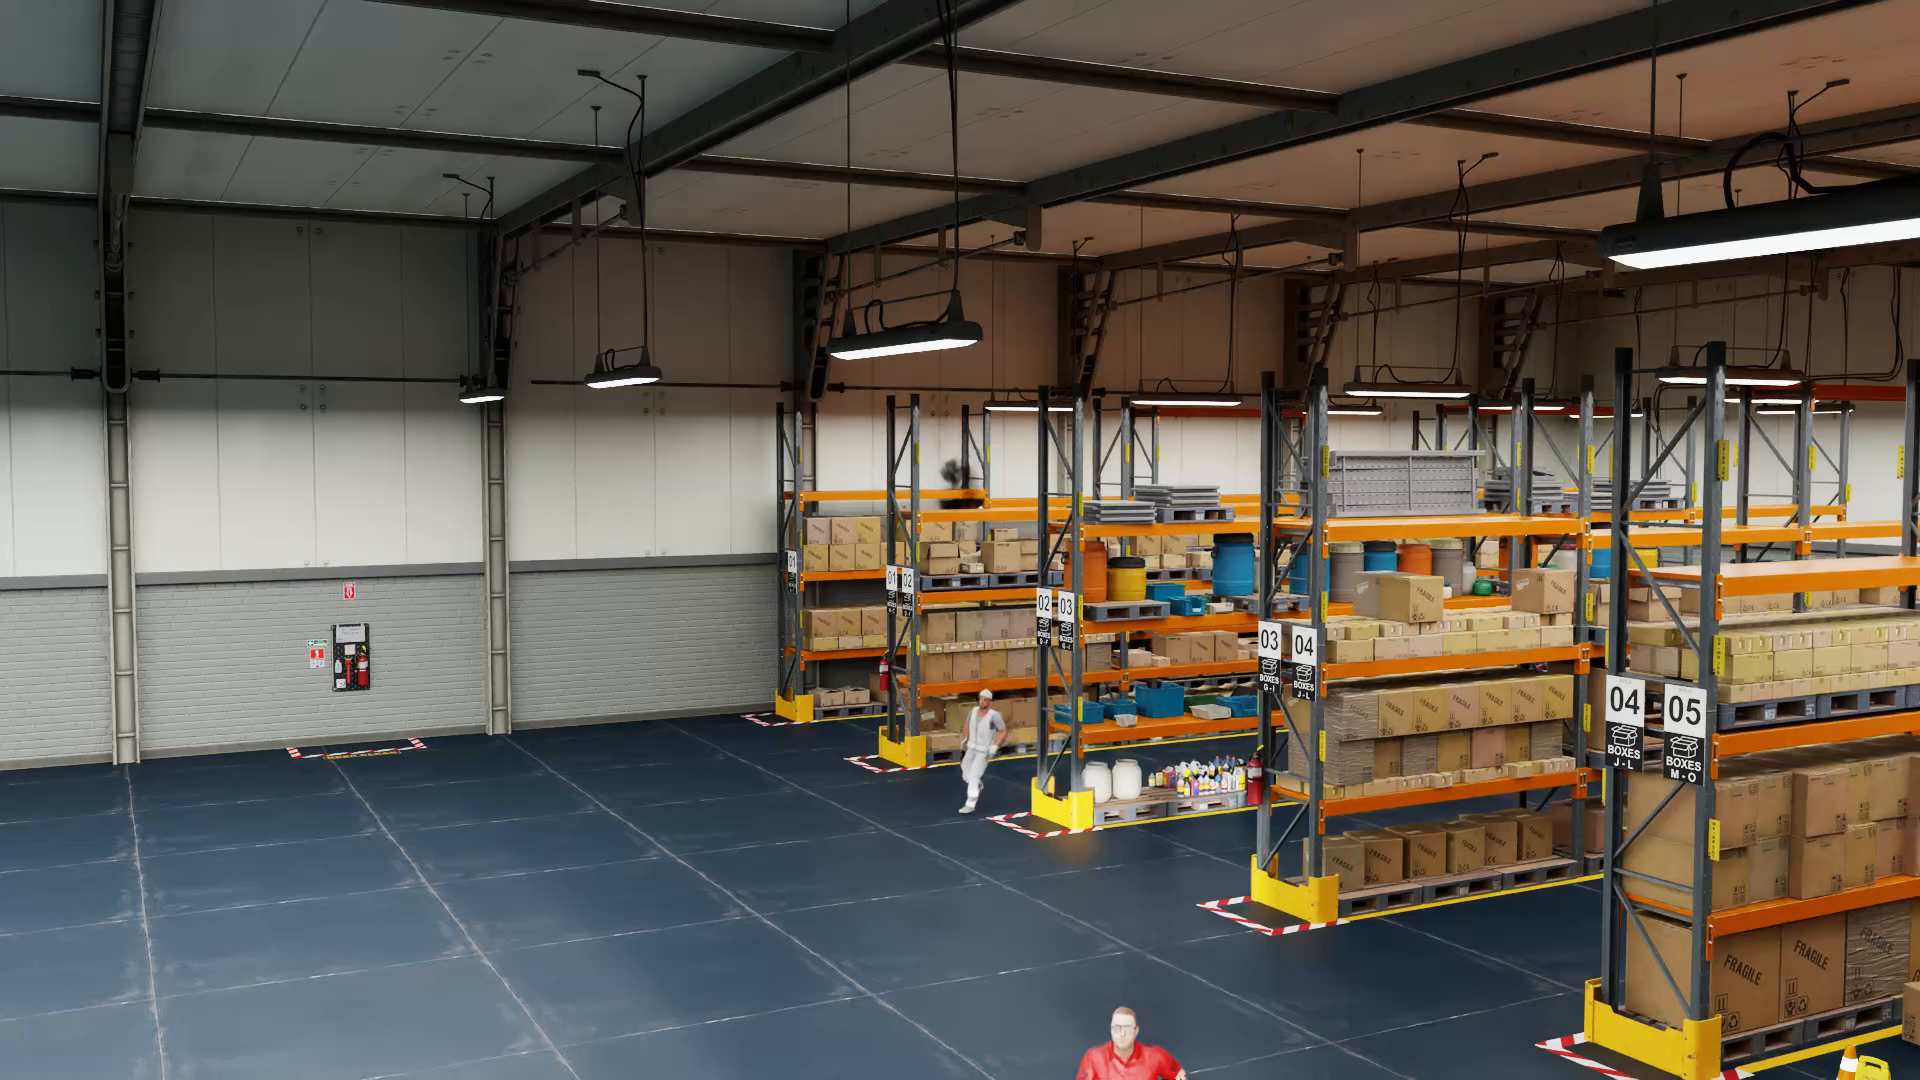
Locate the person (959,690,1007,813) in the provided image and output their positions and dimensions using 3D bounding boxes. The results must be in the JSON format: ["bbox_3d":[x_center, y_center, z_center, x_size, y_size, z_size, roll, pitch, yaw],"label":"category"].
[{"bbox_3d":[0.348,2.964,23.484,0.699,1.739,0.678,2,4,31],"label":"person"}]

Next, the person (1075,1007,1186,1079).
[{"bbox_3d":[1.030,3.737,10.215,0.684,1.723,0.658,1,3,11],"label":"person"}]
